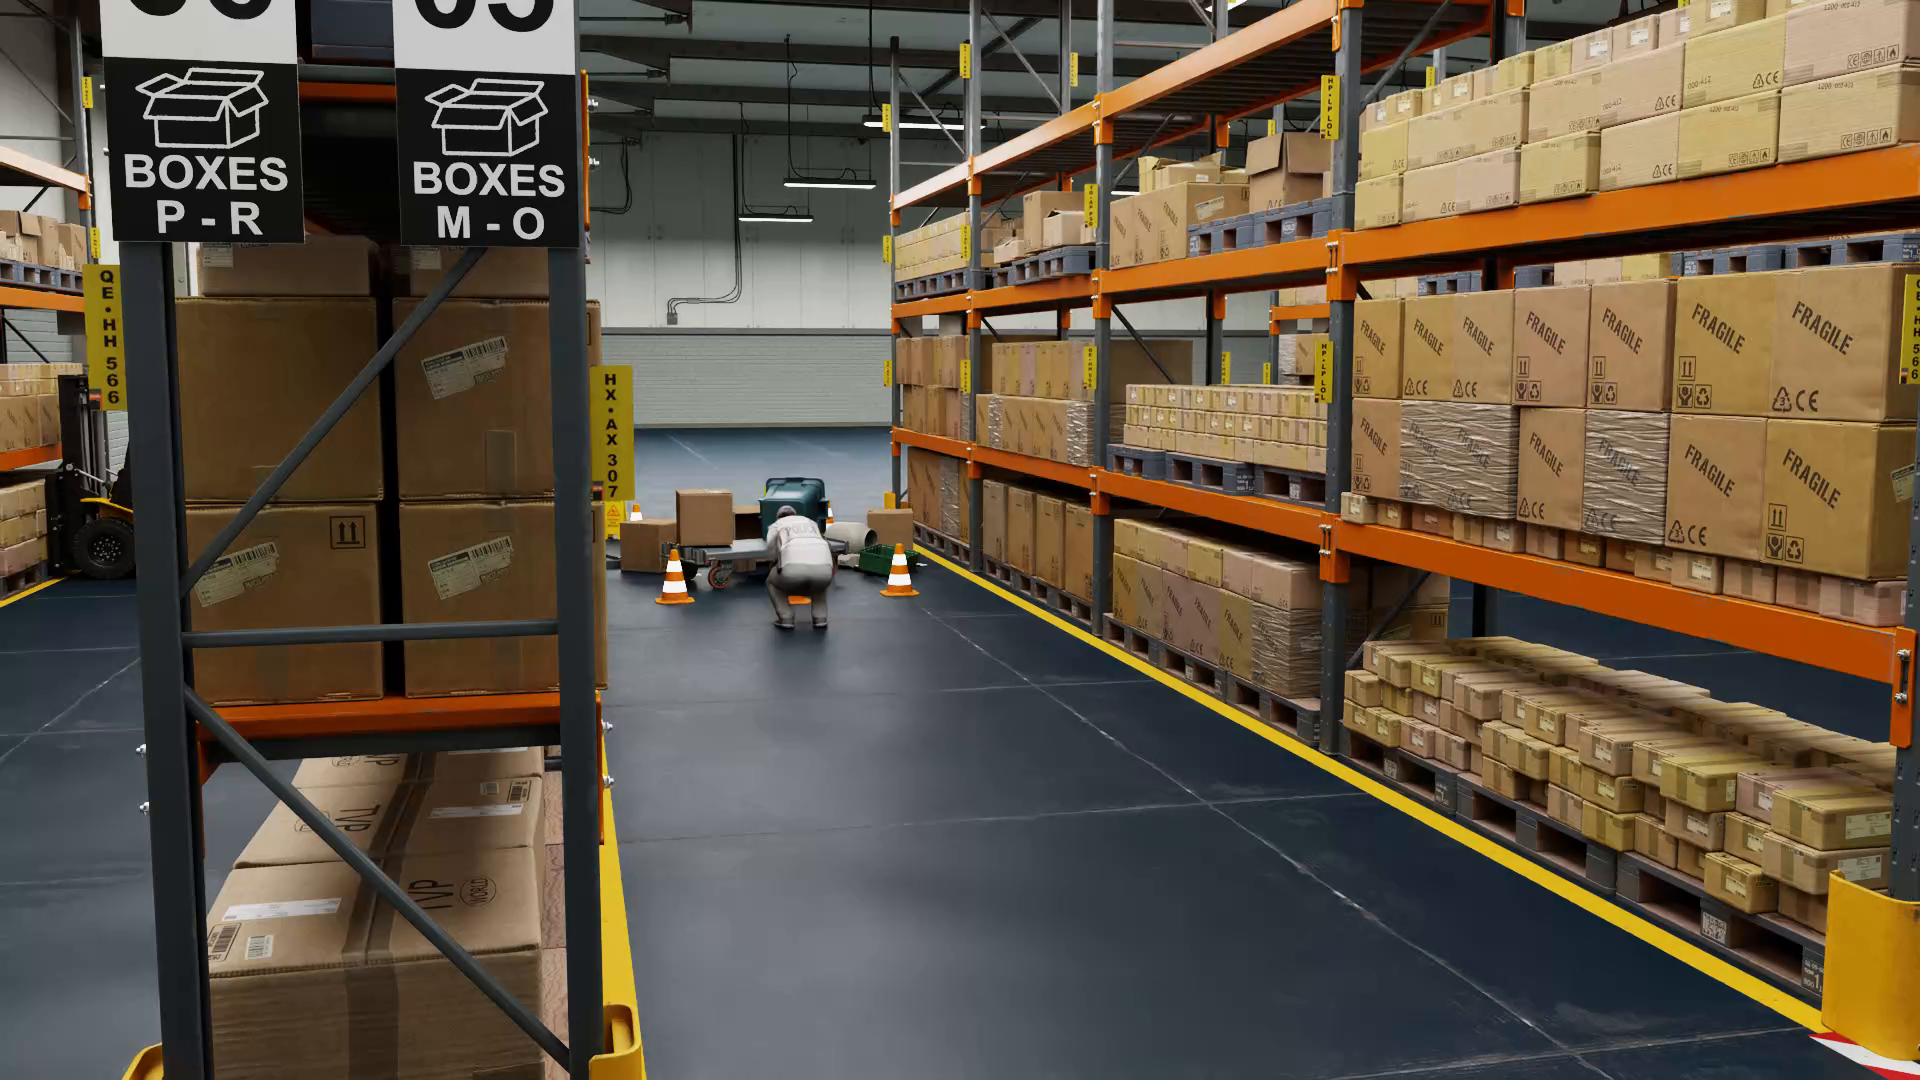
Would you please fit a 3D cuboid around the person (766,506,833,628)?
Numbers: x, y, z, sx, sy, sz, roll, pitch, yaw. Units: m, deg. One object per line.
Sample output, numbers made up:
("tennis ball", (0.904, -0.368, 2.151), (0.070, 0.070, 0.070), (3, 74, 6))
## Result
("person", (-1.310, 0.222, 13.499), (0.507, 0.949, 0.876), (-2, 6, -15))
